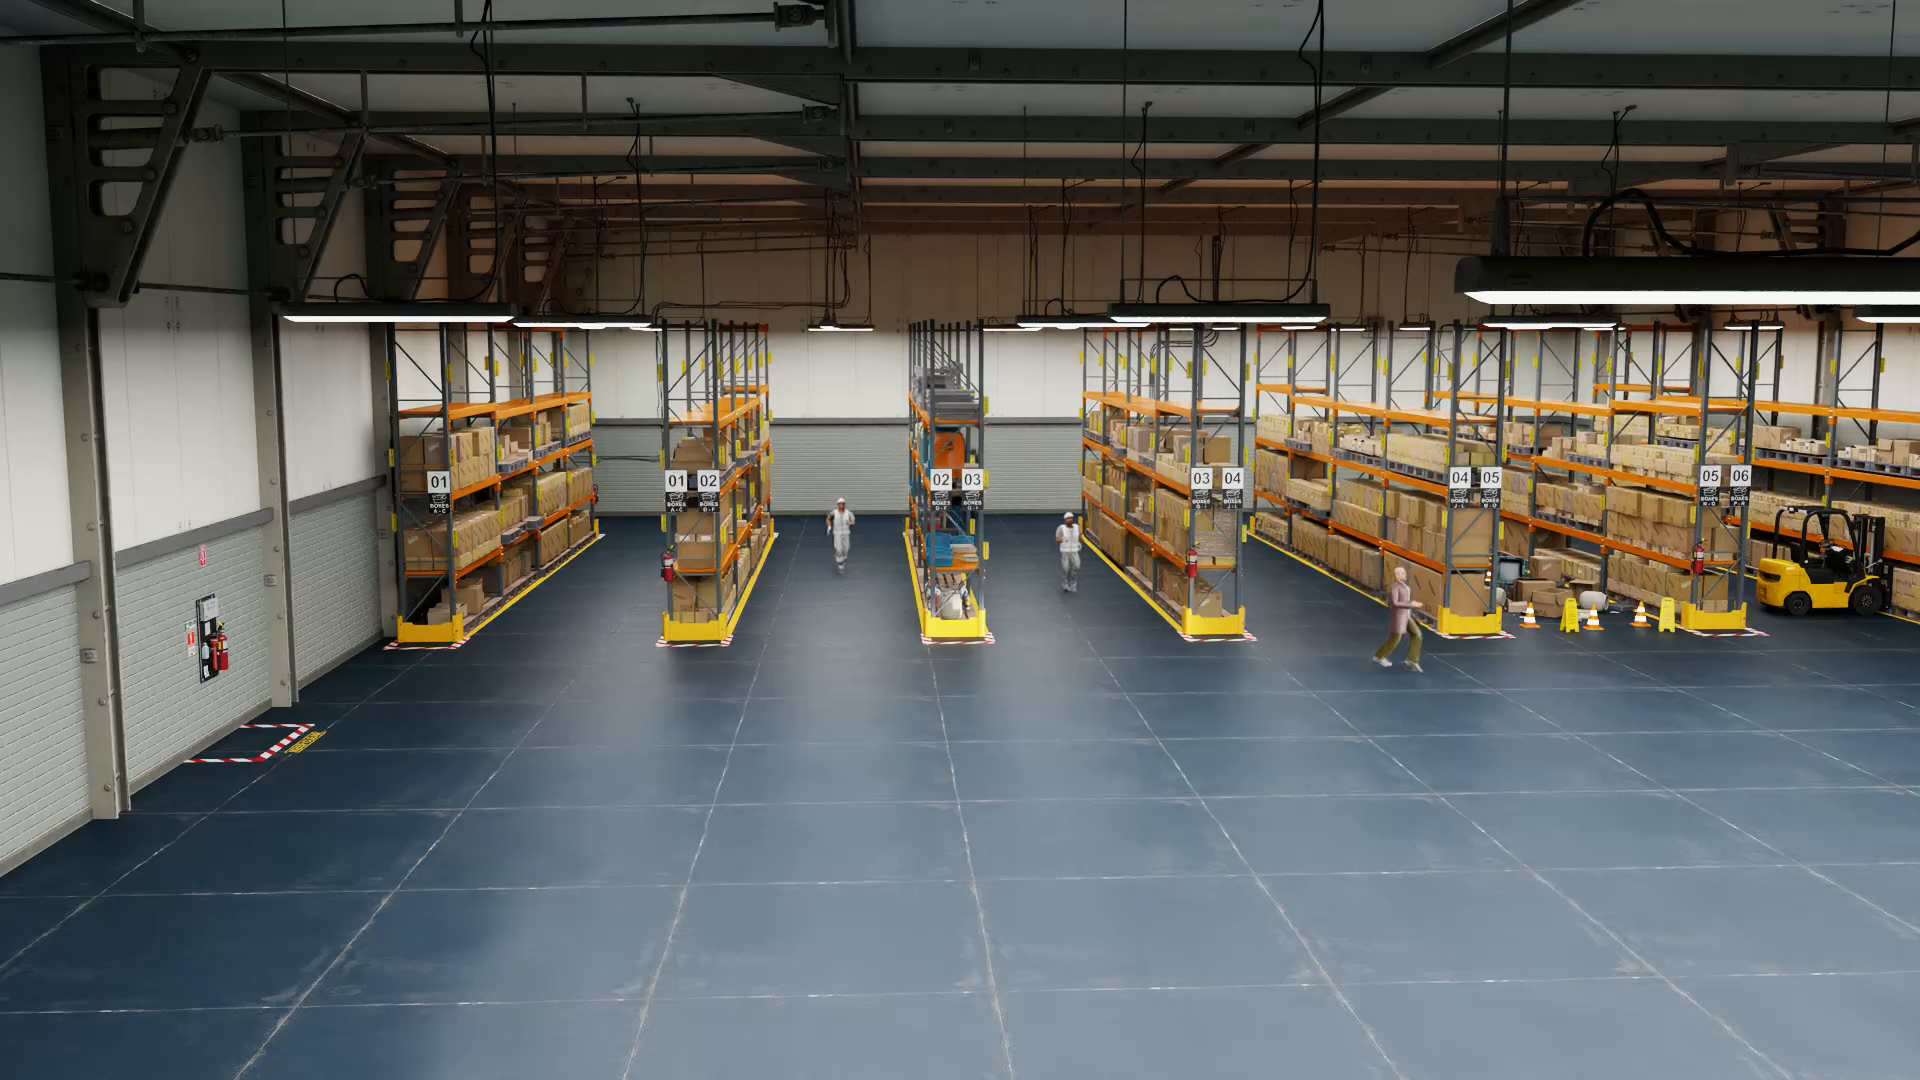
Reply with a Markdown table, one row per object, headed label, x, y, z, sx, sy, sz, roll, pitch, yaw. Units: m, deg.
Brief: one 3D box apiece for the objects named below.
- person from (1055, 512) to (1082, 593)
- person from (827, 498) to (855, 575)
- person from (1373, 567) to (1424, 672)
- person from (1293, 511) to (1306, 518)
| label | x | y | z | sx | sy | sz | roll | pitch | yaw |
| --- | --- | --- | --- | --- | --- | --- | --- | --- | --- |
| person | 2.447 | 0.288 | 36.925 | 0.659 | 1.807 | 0.685 | -1 | 7 | -11 |
| person | -2.832 | -0.111 | 39.805 | 0.660 | 1.786 | 0.982 | -2 | 7 | -14 |
| person | 7.524 | 1.358 | 28.462 | 0.865 | 1.826 | 0.719 | 6 | 9 | 39 |
| person | 9.926 | -1.155 | 49.112 | 0.625 | 1.636 | 0.825 | -6 | 9 | -39 |
